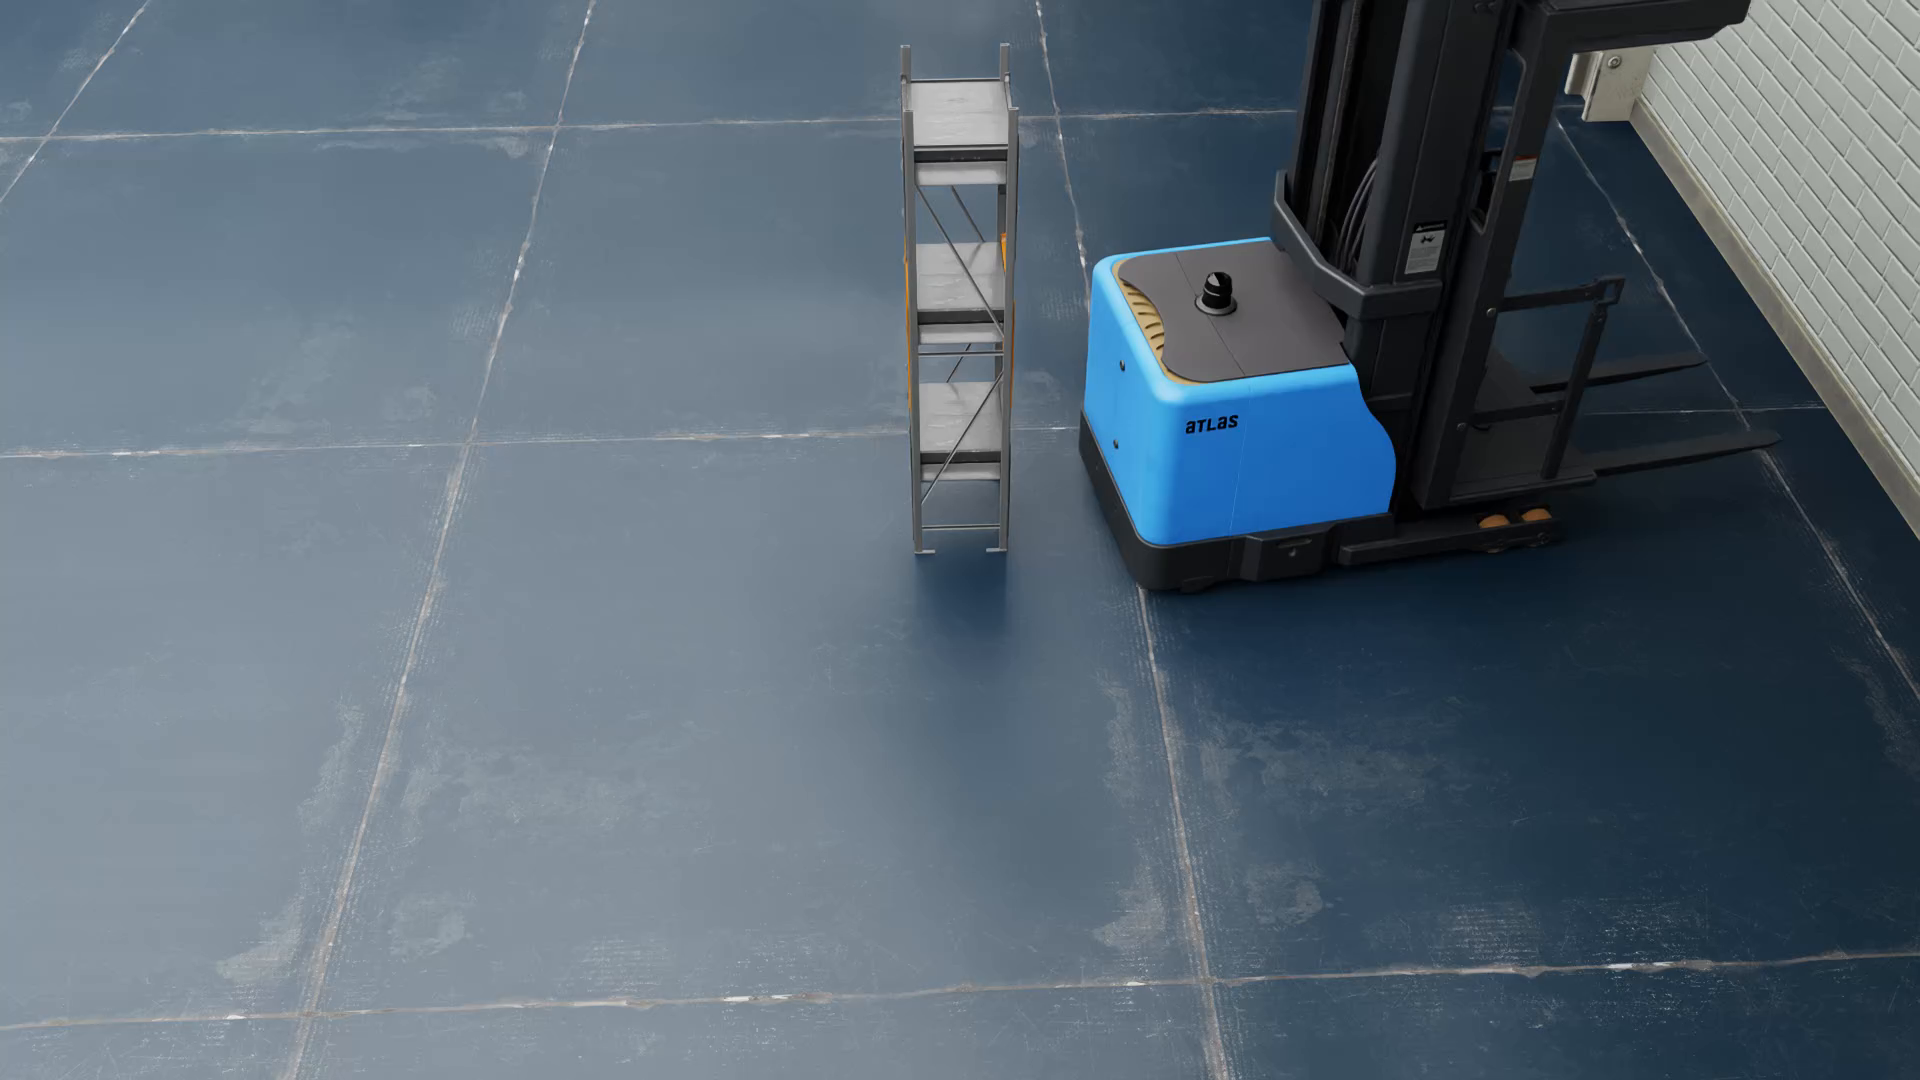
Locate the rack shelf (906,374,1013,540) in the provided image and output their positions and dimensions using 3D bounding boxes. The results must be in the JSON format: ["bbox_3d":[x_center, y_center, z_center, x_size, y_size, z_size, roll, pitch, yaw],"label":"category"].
[{"bbox_3d":[-0.007,-0.360,7.145,0.431,0.518,0.480,-2,43,-2],"label":"rack shelf"}]

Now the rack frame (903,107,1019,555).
[{"bbox_3d":[0.003,-0.721,6.483,0.400,2.100,0.015,-2,43,-2],"label":"rack frame"}]

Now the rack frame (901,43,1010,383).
[{"bbox_3d":[-0.017,-1.051,6.842,0.400,2.100,0.015,-2,43,-2],"label":"rack frame"}]

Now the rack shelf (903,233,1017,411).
[{"bbox_3d":[-0.007,-0.876,6.672,0.431,0.518,0.480,-2,43,-2],"label":"rack shelf"}]

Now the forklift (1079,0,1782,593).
[{"bbox_3d":[2.113,-1.367,6.573,3.031,2.935,1.130,-8,43,-9],"label":"forklift"}]

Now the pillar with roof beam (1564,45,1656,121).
[{"bbox_3d":[-0.404,-5.848,6.971,9.100,9.000,0.400,-2,43,-2],"label":"pillar with roof beam"}]

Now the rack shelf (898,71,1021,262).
[{"bbox_3d":[-0.007,-1.392,6.199,0.431,0.518,0.480,-2,43,-2],"label":"rack shelf"}]

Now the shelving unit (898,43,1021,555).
[{"bbox_3d":[-0.007,-0.886,6.662,0.431,2.100,0.503,-2,43,-2],"label":"shelving unit"}]
